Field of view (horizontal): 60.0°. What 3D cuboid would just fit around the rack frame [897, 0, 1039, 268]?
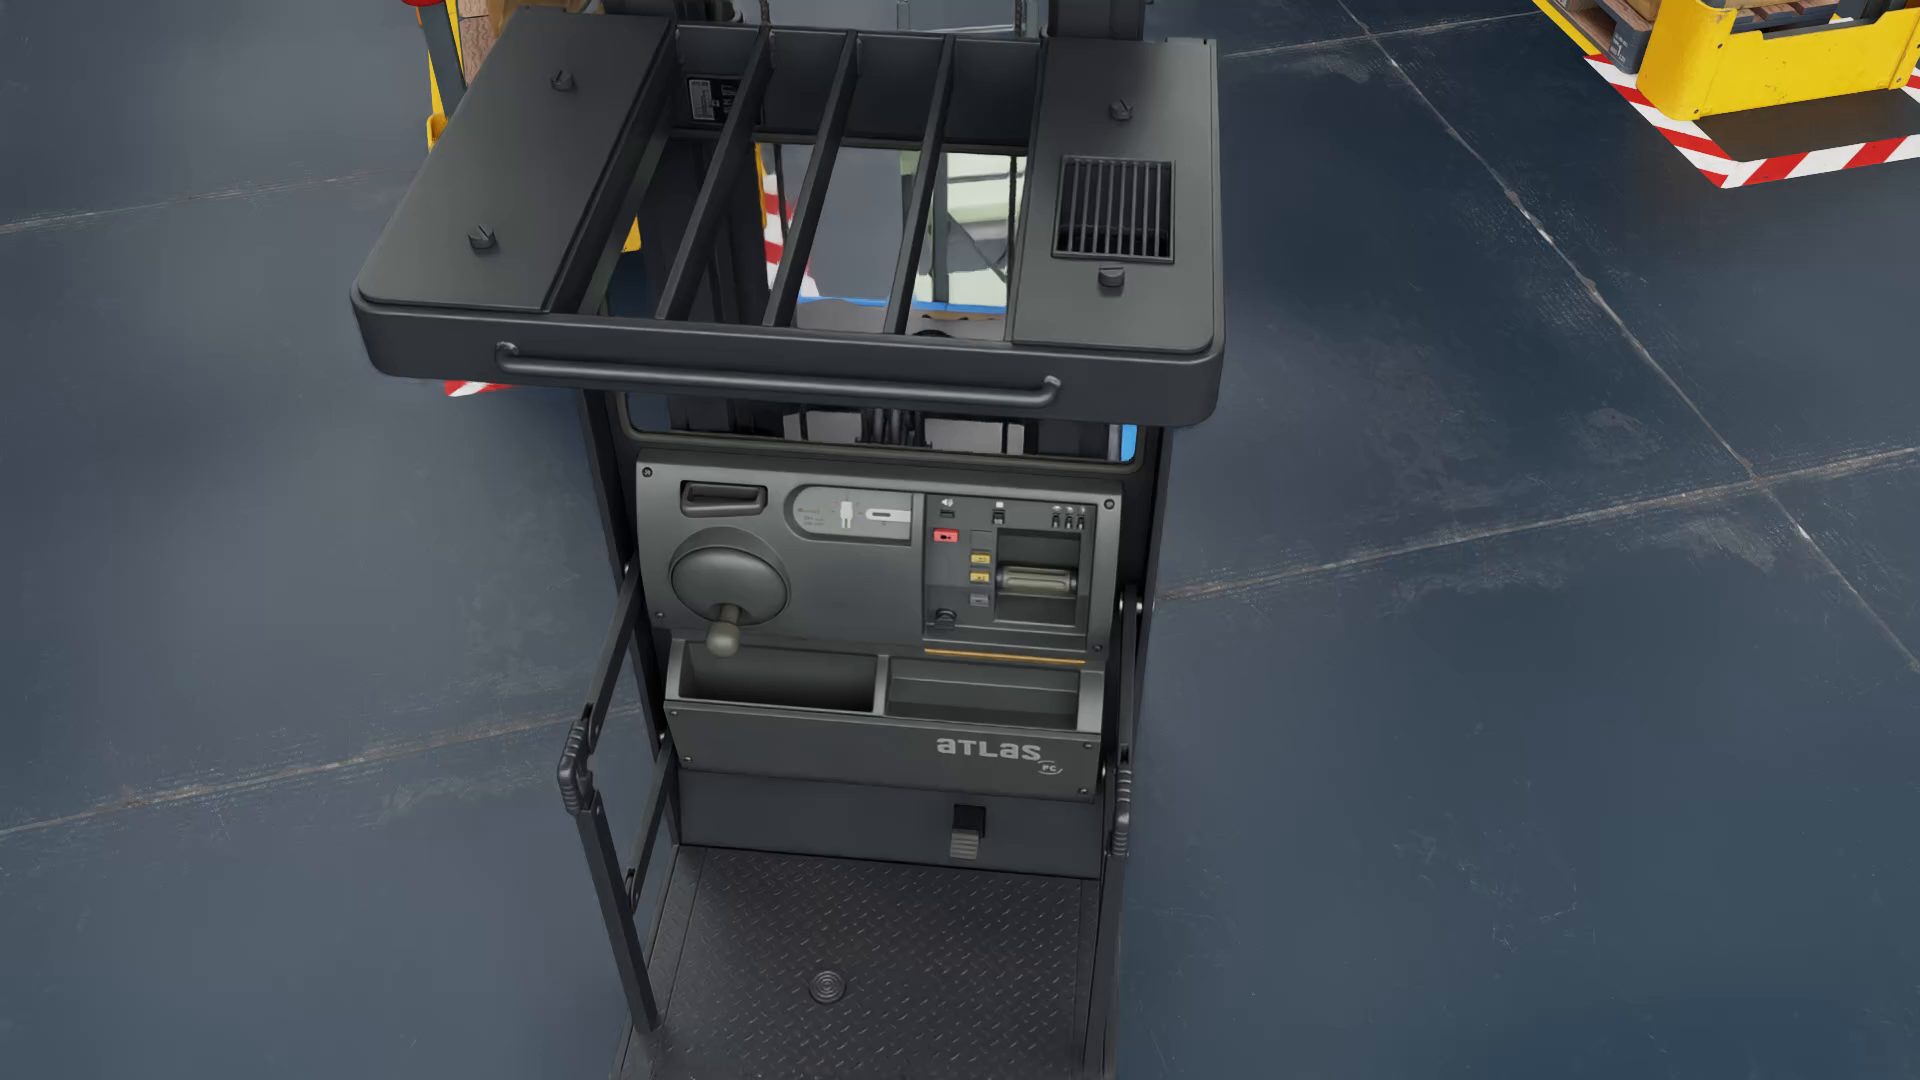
[{"bbox_3d":[0.023,-0.990,5.171,0.400,1.500,0.023,-6,46,-6],"label":"rack frame"}]

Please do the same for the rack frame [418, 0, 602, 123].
[{"bbox_3d":[-1.323,-2.201,5.307,1.000,3.000,0.127,-11,47,-10],"label":"rack frame"}]

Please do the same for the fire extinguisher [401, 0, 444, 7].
[{"bbox_3d":[-1.739,-2.011,5.174,0.296,0.674,0.183,-11,47,-10],"label":"fire extinguisher"}]

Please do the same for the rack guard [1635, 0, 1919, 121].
[{"bbox_3d":[3.504,-2.147,7.004,1.175,0.500,0.348,-11,47,-10],"label":"rack guard"}]

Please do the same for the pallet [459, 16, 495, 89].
[{"bbox_3d":[-1.516,-1.845,6.910,1.003,0.211,1.213,-11,47,-10],"label":"pallet"}]

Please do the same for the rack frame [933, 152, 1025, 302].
[{"bbox_3d":[0.131,-0.473,4.664,0.400,1.500,0.023,-6,46,-6],"label":"rack frame"}]

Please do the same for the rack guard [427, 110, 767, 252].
[{"bbox_3d":[-1.343,-1.379,6.251,1.175,0.500,0.348,-11,47,-10],"label":"rack guard"}]

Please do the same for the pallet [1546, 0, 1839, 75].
[{"bbox_3d":[3.217,-2.600,7.650,1.003,0.211,1.213,-11,47,-10],"label":"pallet"}]

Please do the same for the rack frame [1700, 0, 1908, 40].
[{"bbox_3d":[3.497,-3.038,6.127,1.000,3.000,0.127,-11,47,-10],"label":"rack frame"}]

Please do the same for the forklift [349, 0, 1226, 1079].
[{"bbox_3d":[-0.180,0.144,3.057,1.130,2.935,3.031,4,46,4],"label":"forklift"}]

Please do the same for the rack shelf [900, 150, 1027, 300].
[{"bbox_3d":[0.077,-1.005,4.638,0.431,0.370,0.720,-6,46,-6],"label":"rack shelf"}]

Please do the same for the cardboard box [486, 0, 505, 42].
[{"bbox_3d":[-1.653,-2.314,6.873,0.500,0.500,0.500,0,46,0],"label":"cardboard box"}]

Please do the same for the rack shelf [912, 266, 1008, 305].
[{"bbox_3d":[0.077,-0.504,5.150,0.431,0.370,0.720,-6,46,-6],"label":"rack shelf"}]

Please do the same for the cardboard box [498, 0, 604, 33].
[{"bbox_3d":[-1.467,-1.907,6.475,0.500,0.500,0.500,-3,46,-3],"label":"cardboard box"}]

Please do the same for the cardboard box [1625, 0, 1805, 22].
[{"bbox_3d":[3.260,-2.897,7.183,0.875,0.875,0.875,-10,47,-10],"label":"cardboard box"}]

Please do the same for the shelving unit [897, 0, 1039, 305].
[{"bbox_3d":[0.077,-0.732,4.917,0.431,1.500,0.755,-6,46,-6],"label":"shelving unit"}]

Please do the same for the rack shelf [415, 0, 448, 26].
[{"bbox_3d":[-1.835,-3.330,6.917,1.077,0.370,4.000,-11,47,-10],"label":"rack shelf"}]

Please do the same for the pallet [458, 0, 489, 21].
[{"bbox_3d":[-1.825,-2.685,7.734,1.003,0.211,1.213,-11,47,-10],"label":"pallet"}]
